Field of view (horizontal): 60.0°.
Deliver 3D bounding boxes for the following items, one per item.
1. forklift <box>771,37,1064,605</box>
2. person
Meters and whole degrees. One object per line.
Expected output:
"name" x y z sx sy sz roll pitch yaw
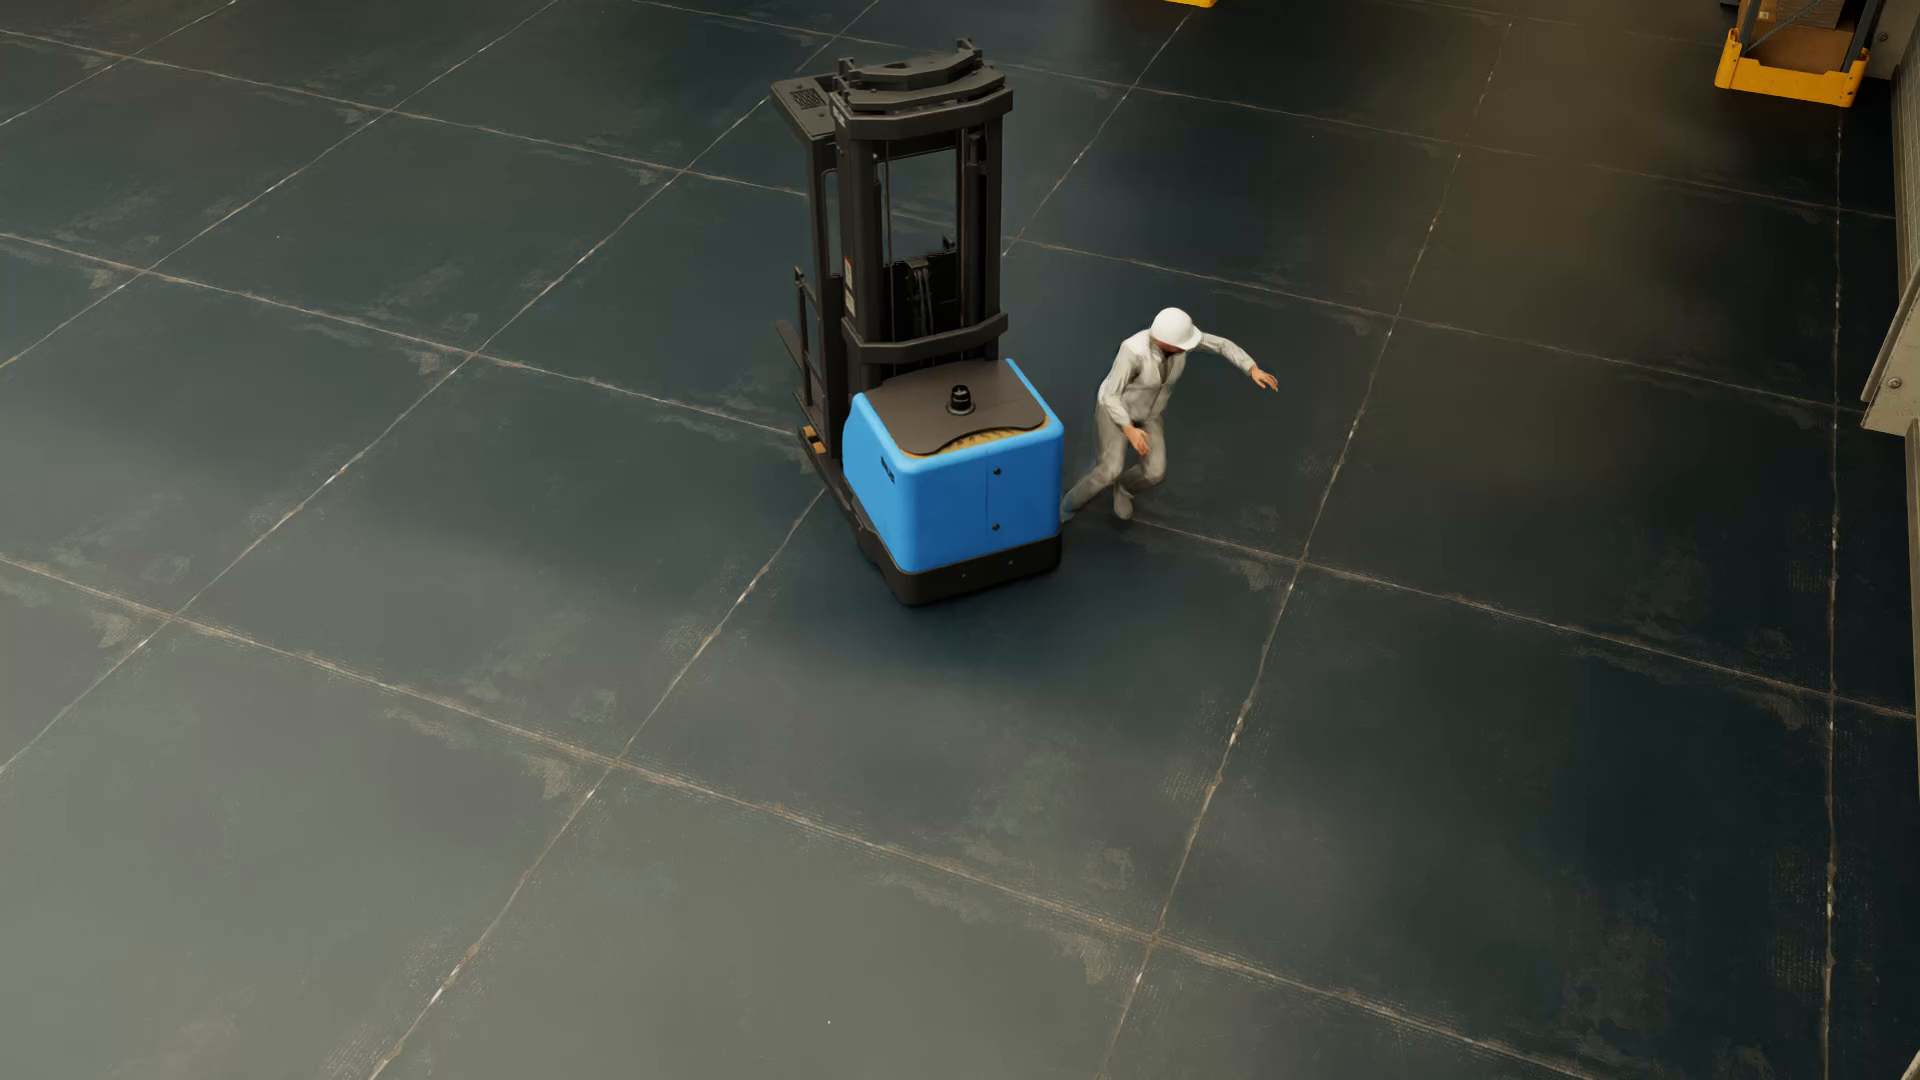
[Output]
"forklift" -0.422 -1.695 10.031 1.130 2.935 3.031 -15 42 -17
"person" 1.084 -0.694 9.958 1.403 1.531 0.840 -21 44 -23
